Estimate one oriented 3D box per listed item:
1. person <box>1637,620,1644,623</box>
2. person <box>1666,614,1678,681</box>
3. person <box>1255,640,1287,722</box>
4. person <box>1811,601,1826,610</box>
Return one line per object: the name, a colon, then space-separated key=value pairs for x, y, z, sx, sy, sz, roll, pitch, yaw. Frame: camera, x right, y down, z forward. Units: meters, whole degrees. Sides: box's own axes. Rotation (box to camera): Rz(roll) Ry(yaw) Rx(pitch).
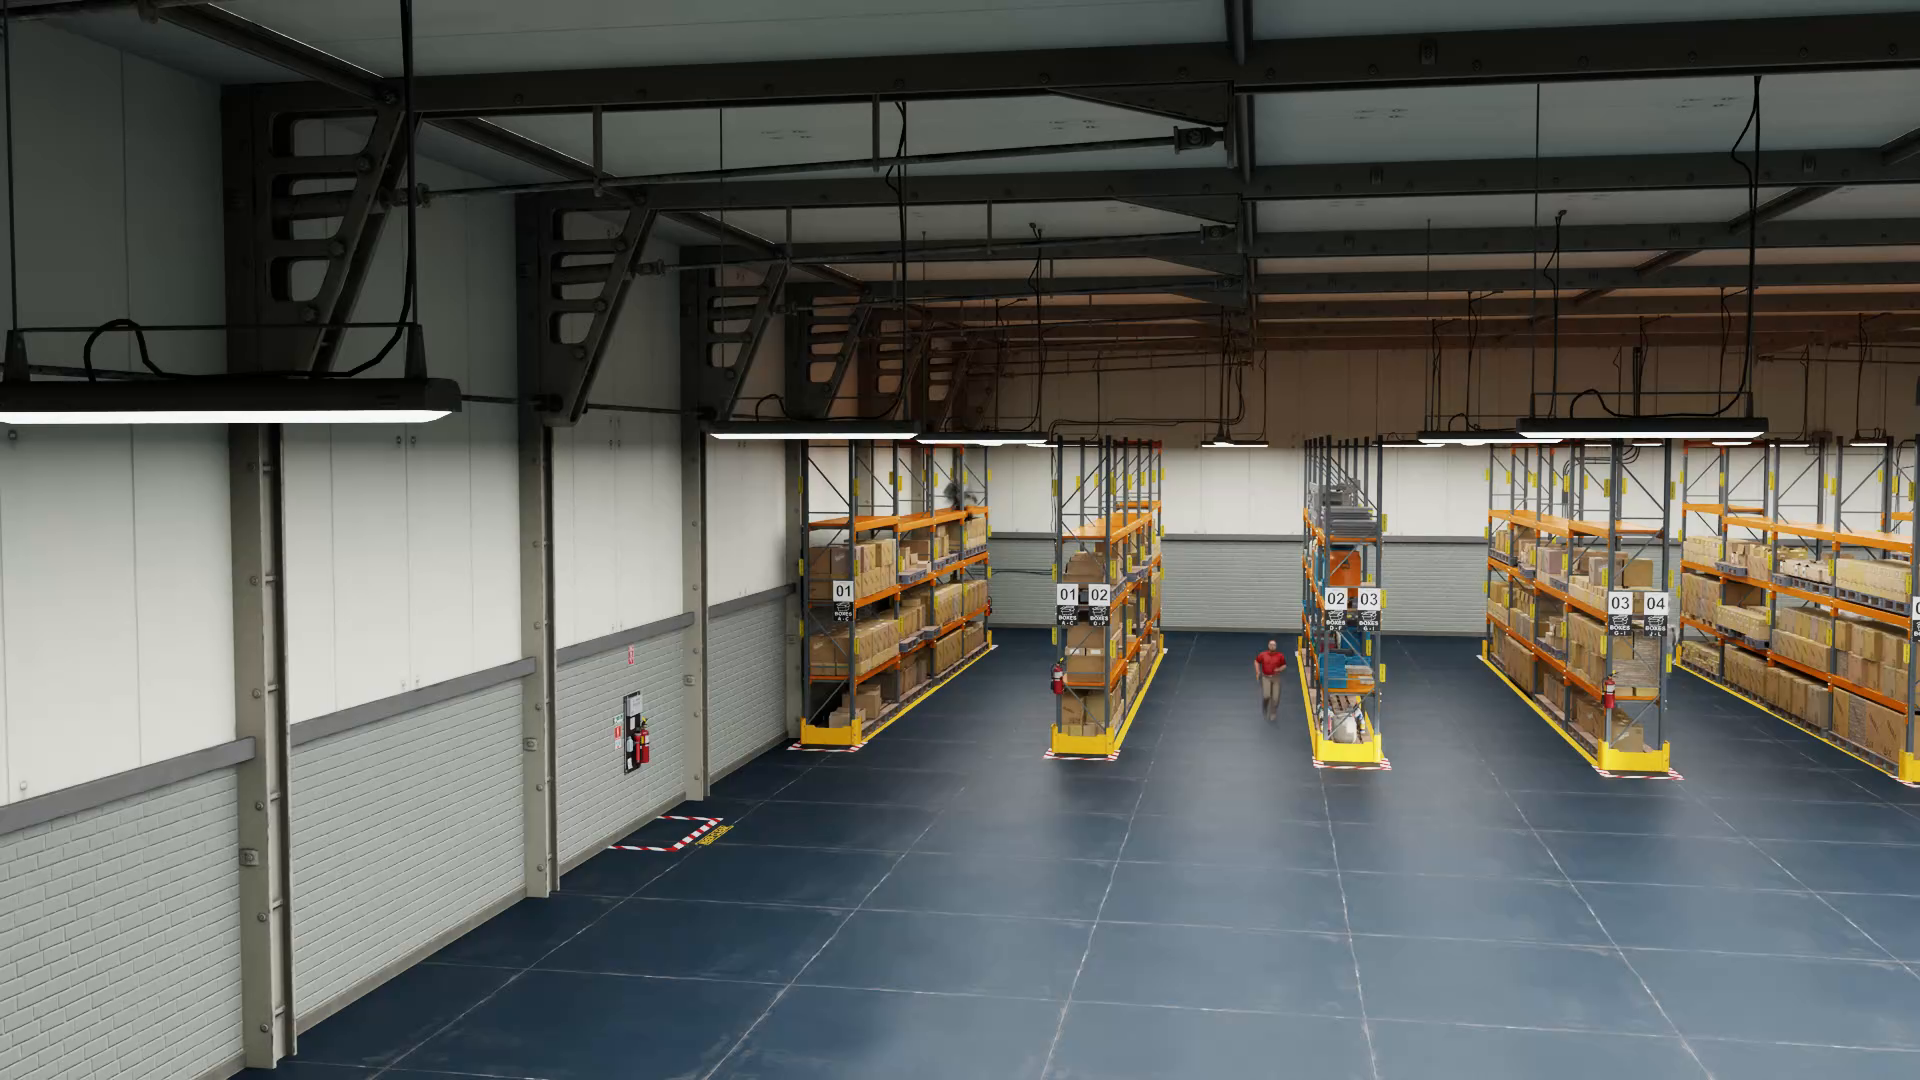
person: x=17.666 y=2.503 z=43.128 sx=0.663 sy=1.762 sz=0.692 roll=1 pitch=3 yaw=16
person: x=17.530 y=2.644 z=41.257 sx=0.642 sy=1.663 sz=0.778 roll=0 pitch=3 yaw=8
person: x=6.550 y=2.981 z=34.982 sx=0.642 sy=1.739 sz=0.695 roll=0 pitch=3 yaw=4
person: x=23.334 y=2.399 z=45.173 sx=0.979 sy=1.776 sz=0.711 roll=1 pitch=3 yaw=14
